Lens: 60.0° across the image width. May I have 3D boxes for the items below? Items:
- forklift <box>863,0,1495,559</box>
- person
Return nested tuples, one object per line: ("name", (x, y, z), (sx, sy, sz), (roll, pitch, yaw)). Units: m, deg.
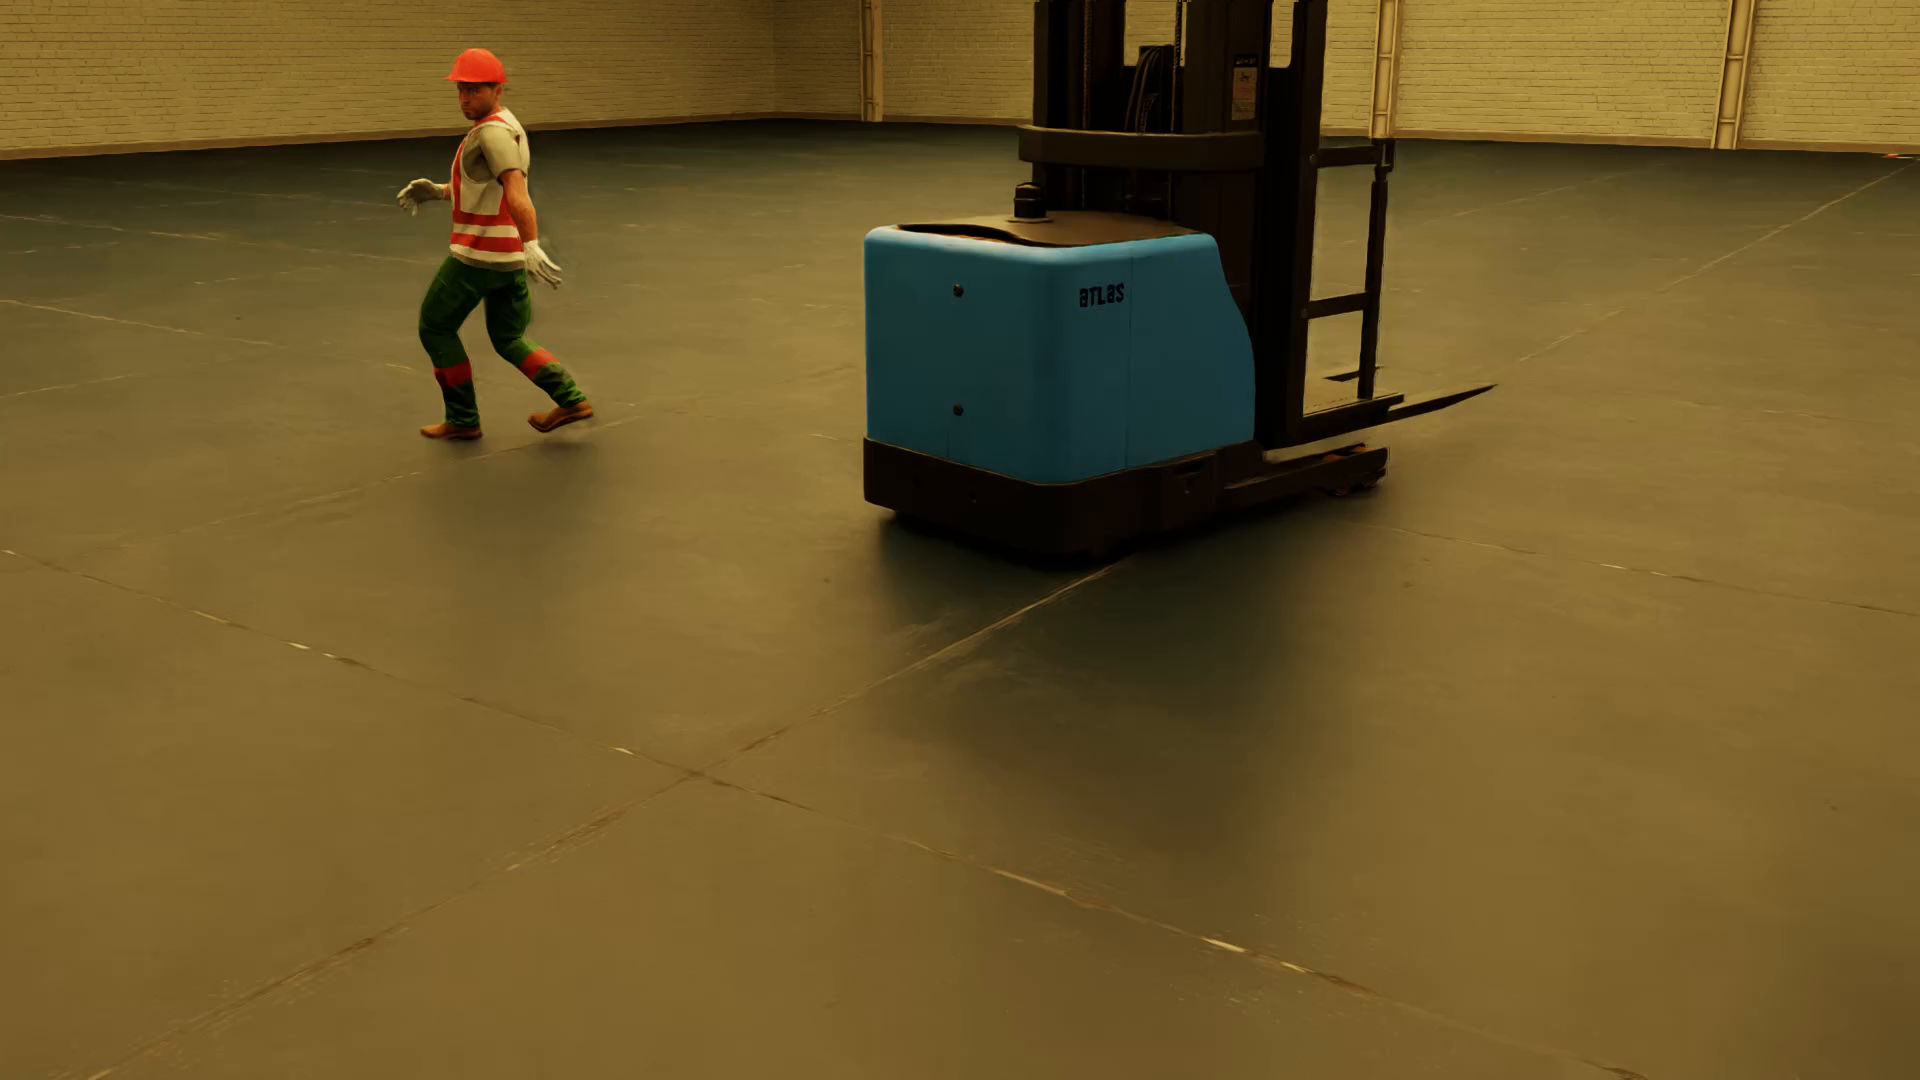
("forklift", (1.072, -1.674, 6.430), (3.031, 2.935, 1.130), (-15, 22, -40))
("person", (-2.020, -1.243, 7.194), (0.894, 1.697, 0.583), (5, 17, 15))
